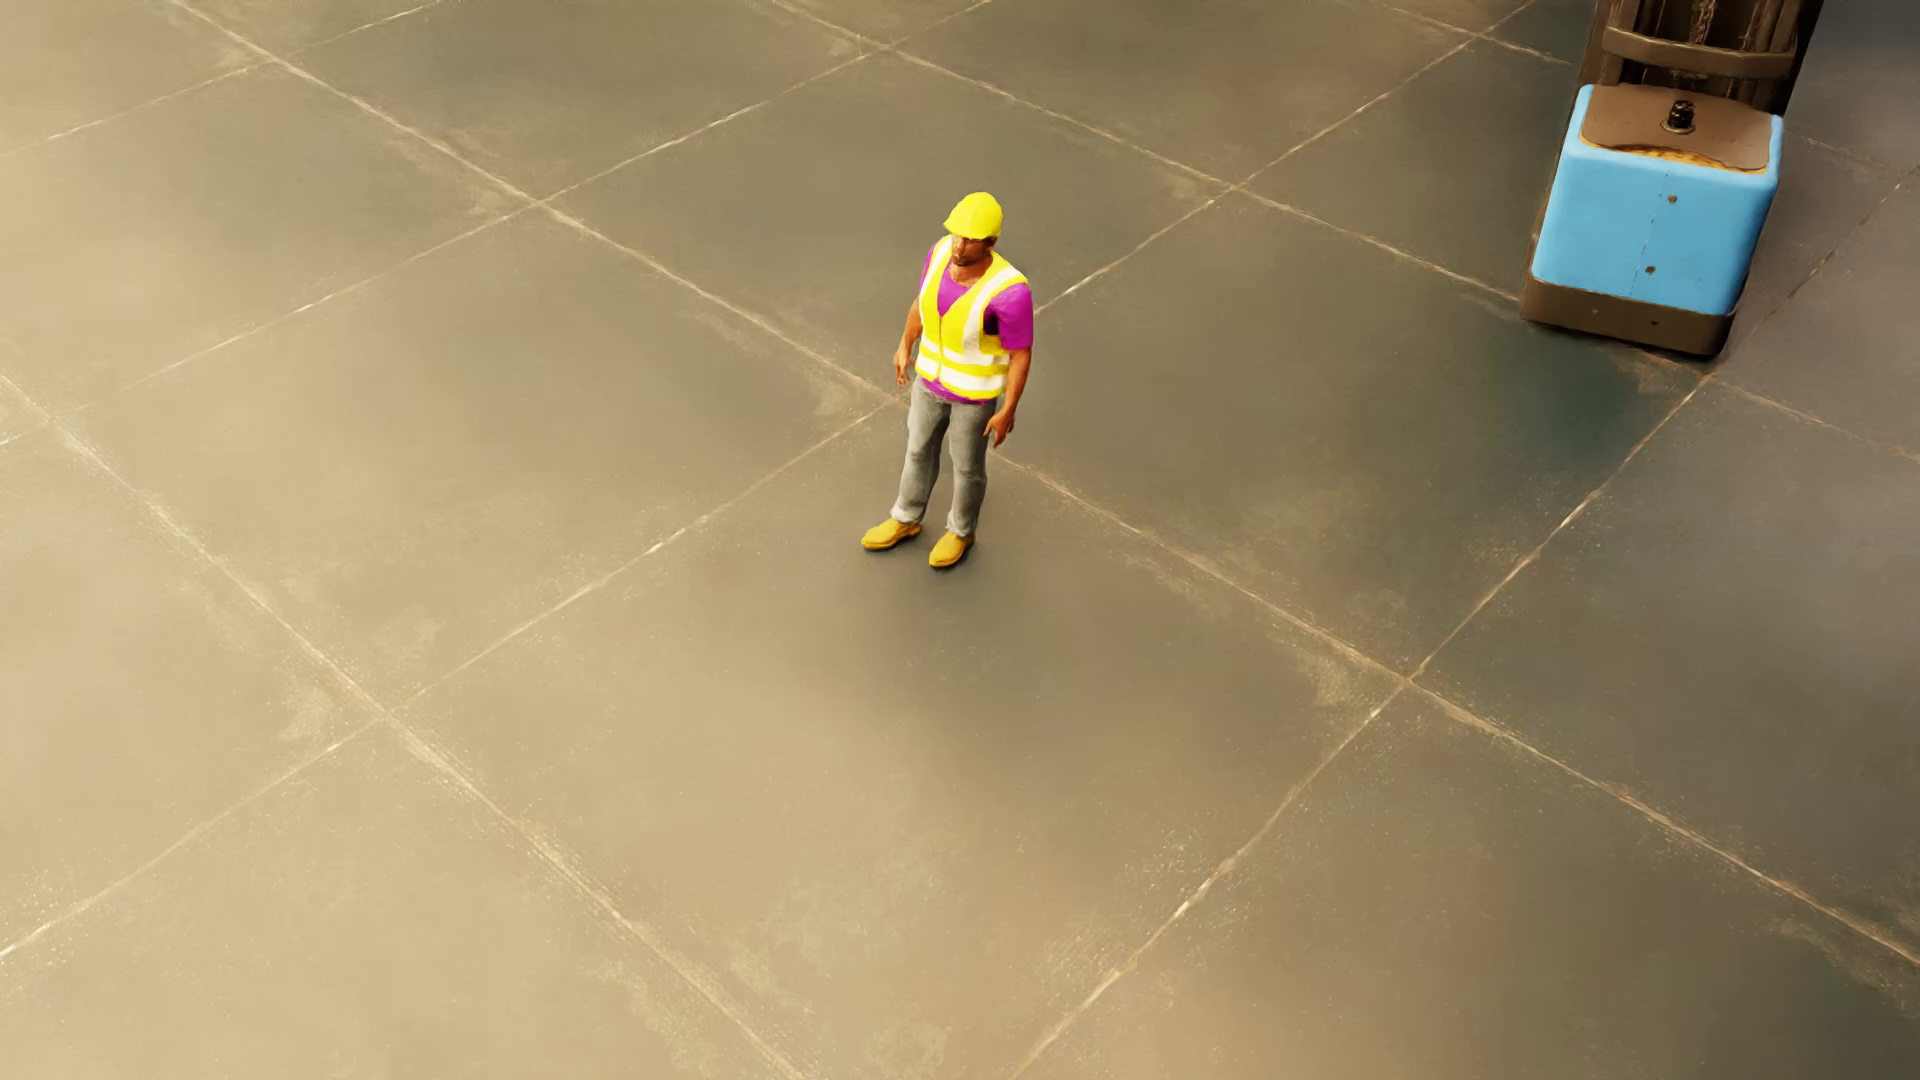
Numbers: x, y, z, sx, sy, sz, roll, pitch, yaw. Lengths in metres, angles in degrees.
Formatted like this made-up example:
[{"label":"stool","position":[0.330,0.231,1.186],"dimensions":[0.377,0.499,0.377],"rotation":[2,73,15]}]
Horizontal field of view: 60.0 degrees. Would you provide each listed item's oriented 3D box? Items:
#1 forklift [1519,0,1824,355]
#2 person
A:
[{"label":"forklift","position":[4.063,-3.042,8.974],"dimensions":[1.130,2.935,3.031],"rotation":[15,43,17]},{"label":"person","position":[-0.051,-0.644,7.064],"dimensions":[0.665,1.765,0.576],"rotation":[31,49,31]}]
